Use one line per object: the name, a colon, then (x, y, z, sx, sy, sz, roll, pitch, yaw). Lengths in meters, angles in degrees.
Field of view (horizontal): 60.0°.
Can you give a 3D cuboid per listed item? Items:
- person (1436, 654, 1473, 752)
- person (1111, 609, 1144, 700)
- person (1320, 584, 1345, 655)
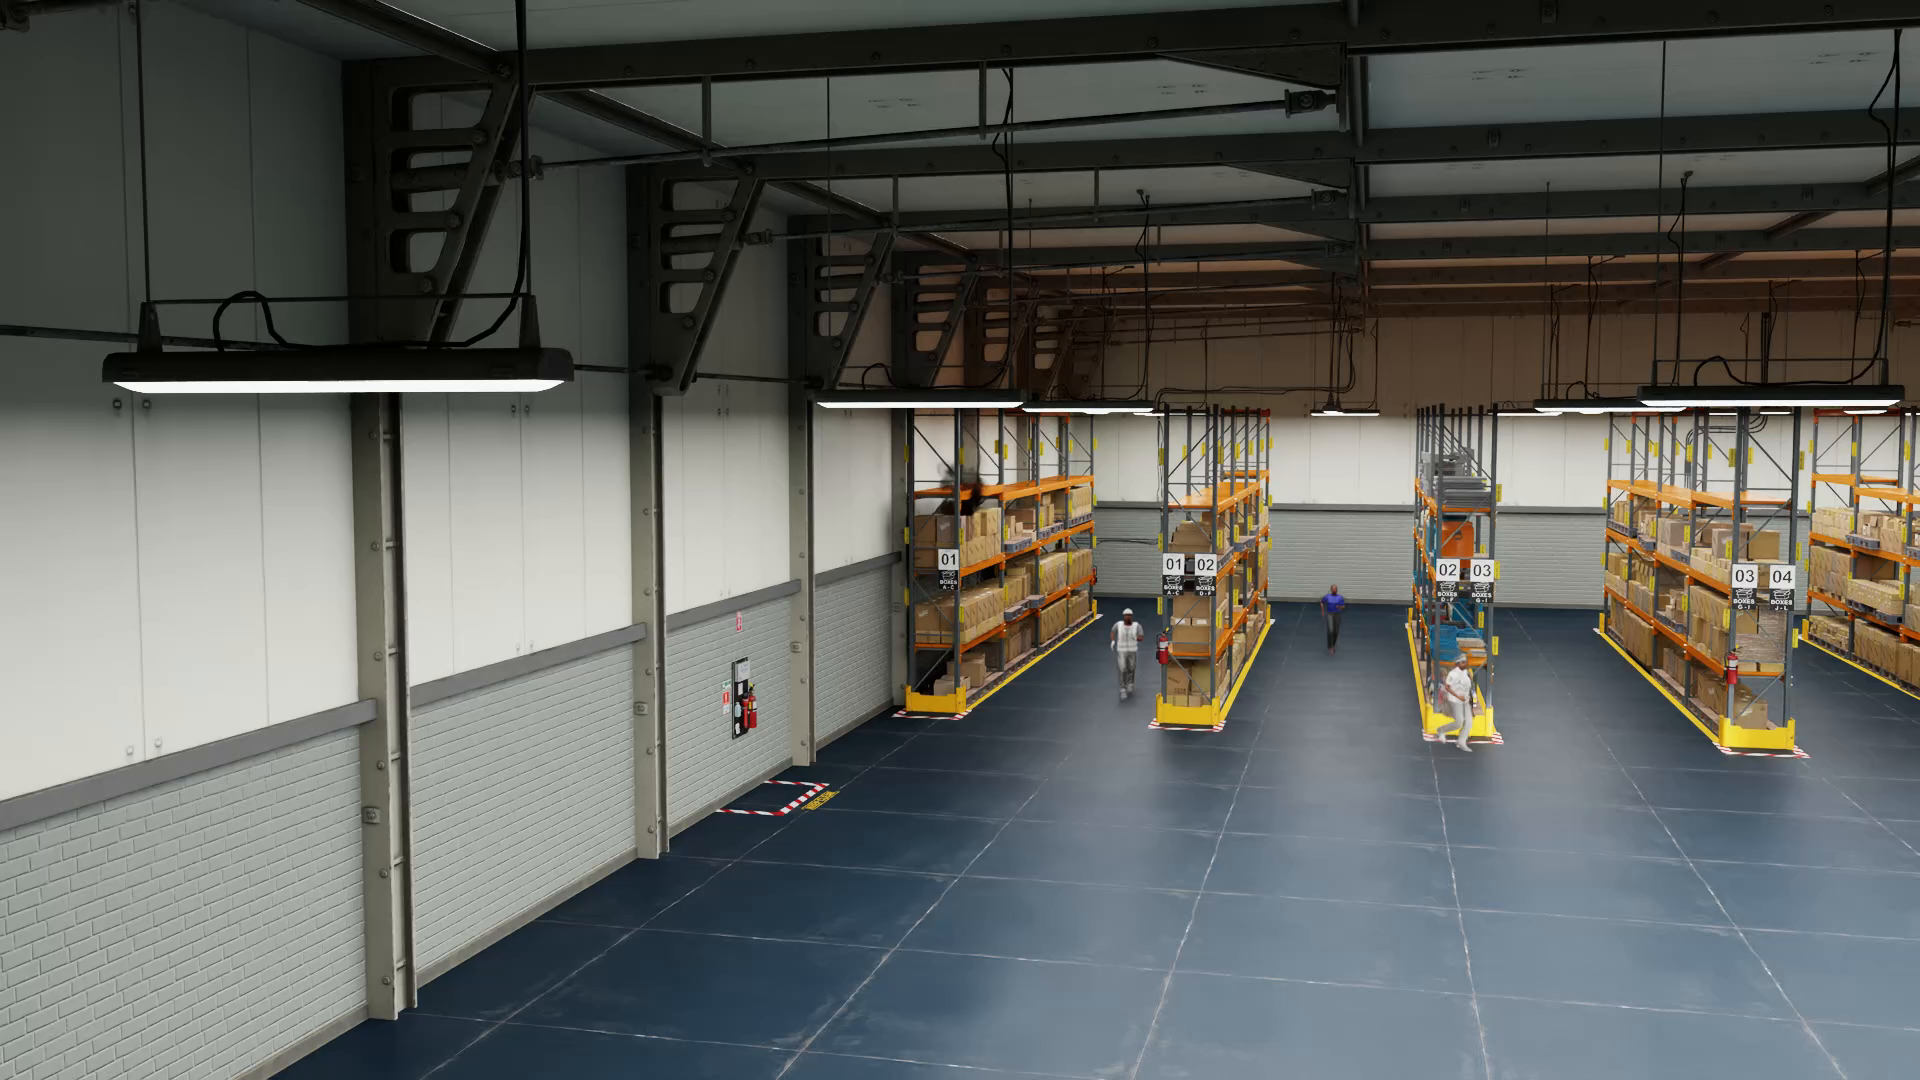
person: (8.600, 2.754, 28.843, 0.593, 1.603, 0.654, -3, 5, -40)
person: (3.445, 2.316, 34.236, 0.671, 1.819, 0.897, 0, 4, 2)
person: (9.127, 1.939, 40.675, 0.545, 1.720, 0.752, 0, 4, 0)
